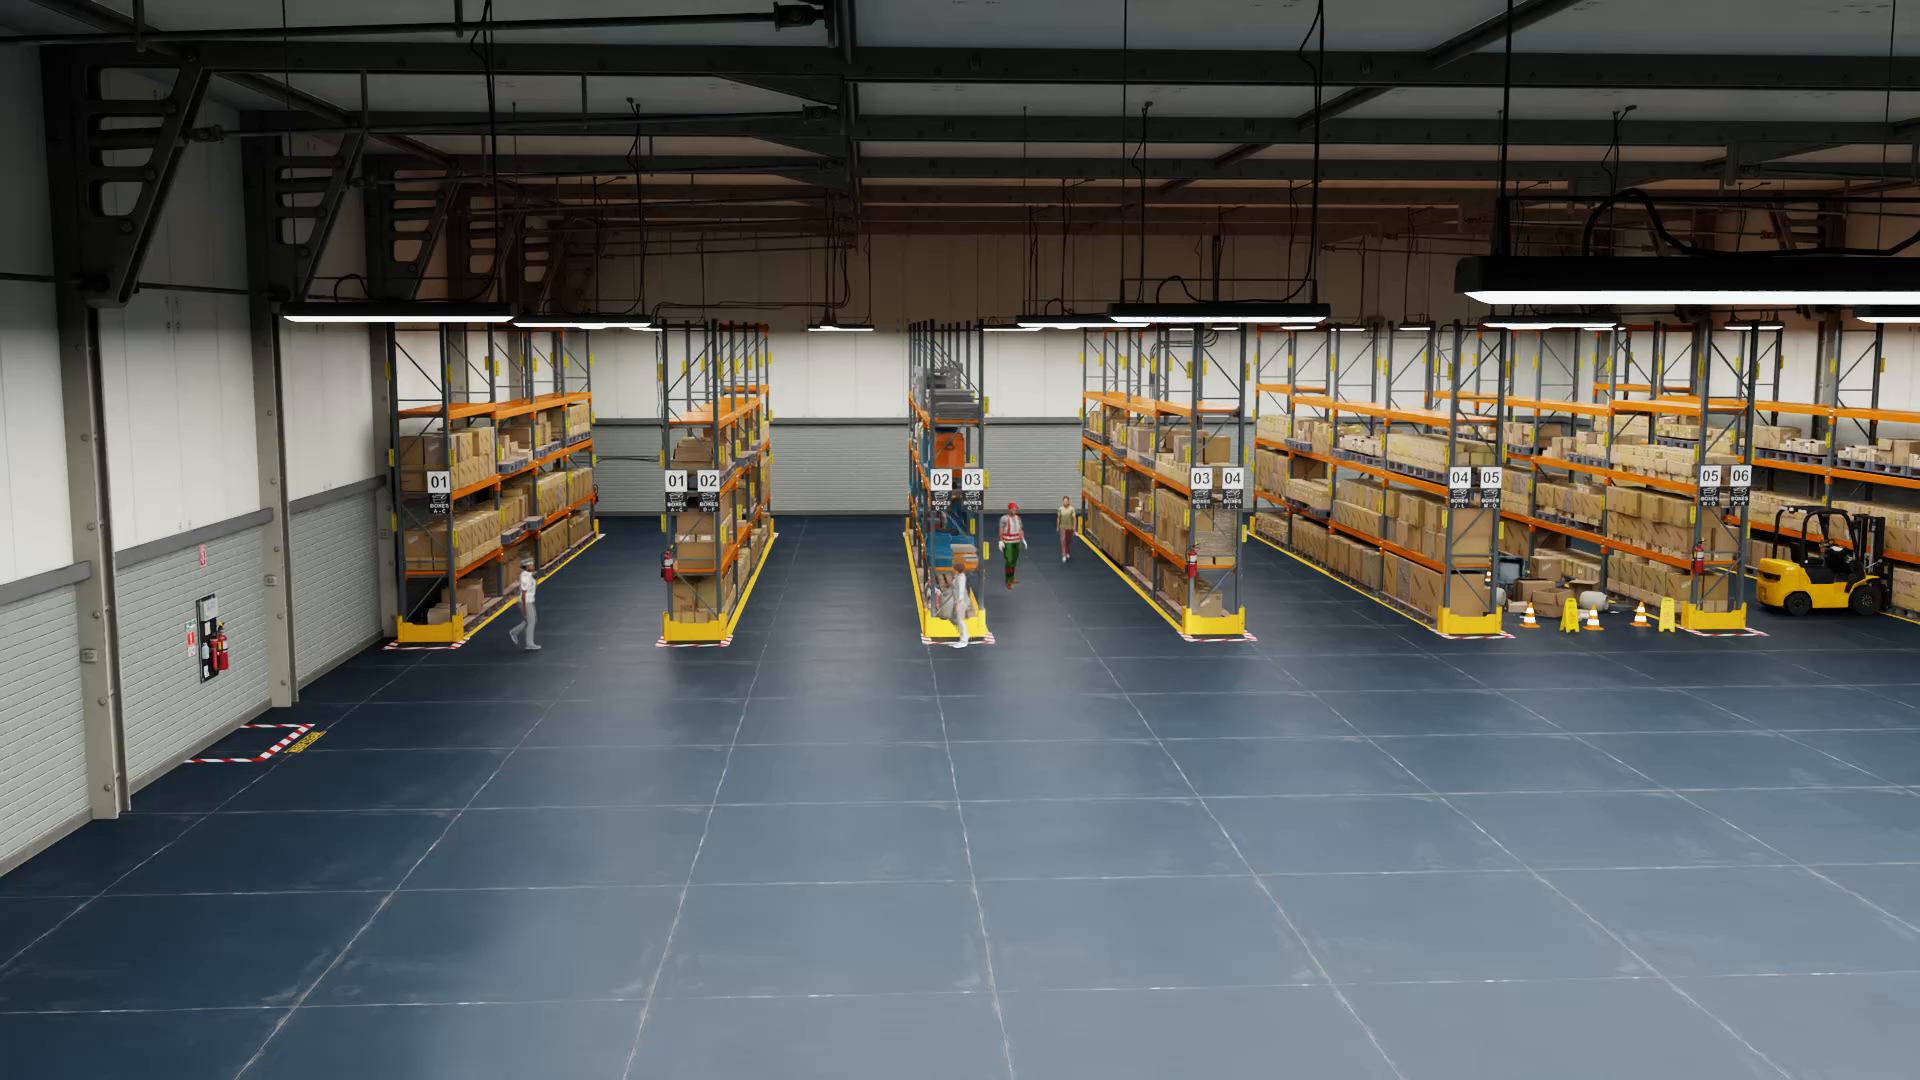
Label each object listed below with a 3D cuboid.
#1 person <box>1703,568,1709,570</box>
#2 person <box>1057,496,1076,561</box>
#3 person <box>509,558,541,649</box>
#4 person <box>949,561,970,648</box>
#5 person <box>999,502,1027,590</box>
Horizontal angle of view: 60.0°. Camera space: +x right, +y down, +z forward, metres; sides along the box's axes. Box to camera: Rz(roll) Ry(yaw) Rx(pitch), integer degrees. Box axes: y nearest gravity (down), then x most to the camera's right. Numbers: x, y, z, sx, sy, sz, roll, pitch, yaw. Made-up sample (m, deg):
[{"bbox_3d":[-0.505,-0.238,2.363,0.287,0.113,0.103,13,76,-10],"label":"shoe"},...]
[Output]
[{"bbox_3d":[16.119,0.393,36.167,0.594,1.765,0.548,-1,7,-5],"label":"person"},{"bbox_3d":[2.706,-0.297,42.127,0.487,1.584,1.029,0,7,-1],"label":"person"},{"bbox_3d":[-7.926,1.149,30.256,0.579,1.668,0.439,0,7,-2],"label":"person"},{"bbox_3d":[-0.003,1.191,30.416,0.363,1.631,0.468,-1,7,-11],"label":"person"},{"bbox_3d":[1.133,0.122,36.078,0.629,1.900,0.376,-5,9,-34],"label":"person"}]
